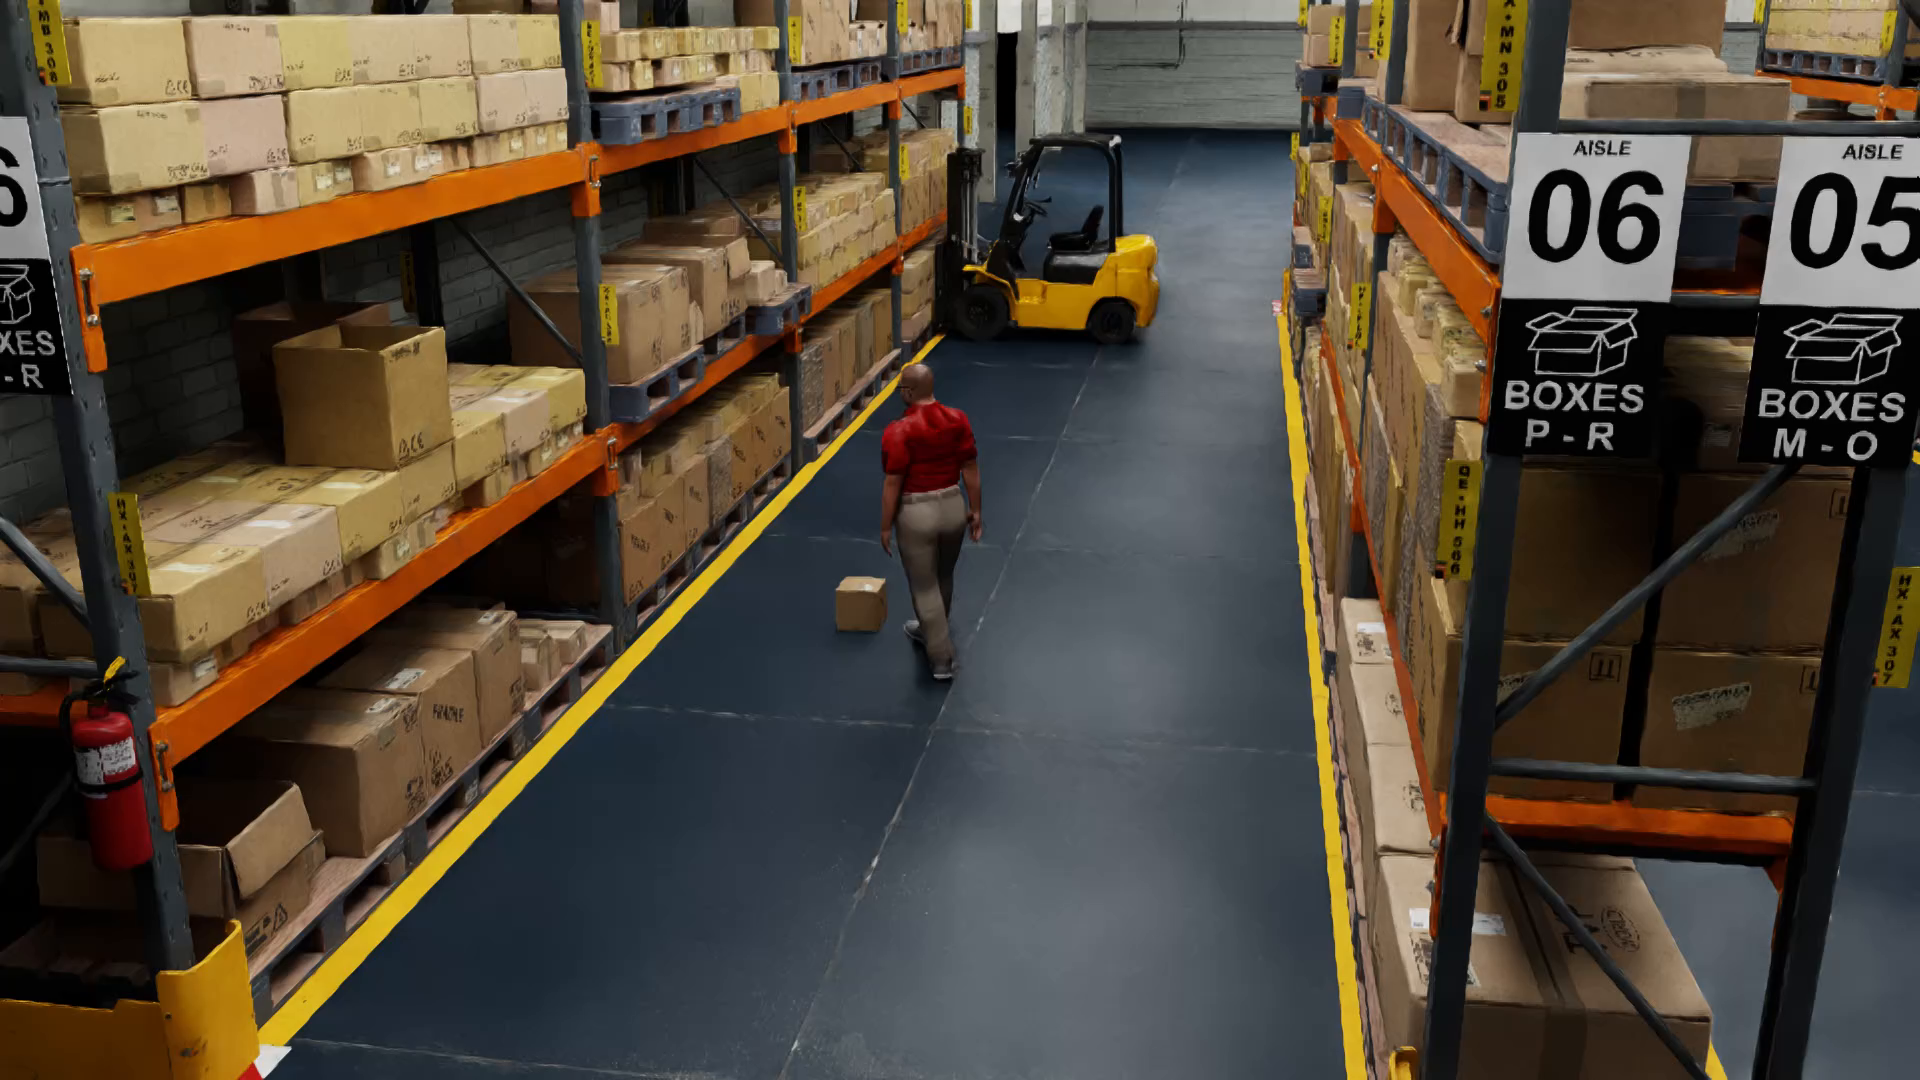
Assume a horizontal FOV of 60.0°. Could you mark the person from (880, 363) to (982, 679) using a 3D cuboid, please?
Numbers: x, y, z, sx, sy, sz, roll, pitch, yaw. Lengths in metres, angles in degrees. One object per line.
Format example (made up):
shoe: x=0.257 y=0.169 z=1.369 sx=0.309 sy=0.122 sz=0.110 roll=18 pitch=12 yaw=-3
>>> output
person: x=-0.239 y=-0.145 z=9.028 sx=0.582 sy=1.721 sz=0.710 roll=-11 pitch=21 yaw=-30
